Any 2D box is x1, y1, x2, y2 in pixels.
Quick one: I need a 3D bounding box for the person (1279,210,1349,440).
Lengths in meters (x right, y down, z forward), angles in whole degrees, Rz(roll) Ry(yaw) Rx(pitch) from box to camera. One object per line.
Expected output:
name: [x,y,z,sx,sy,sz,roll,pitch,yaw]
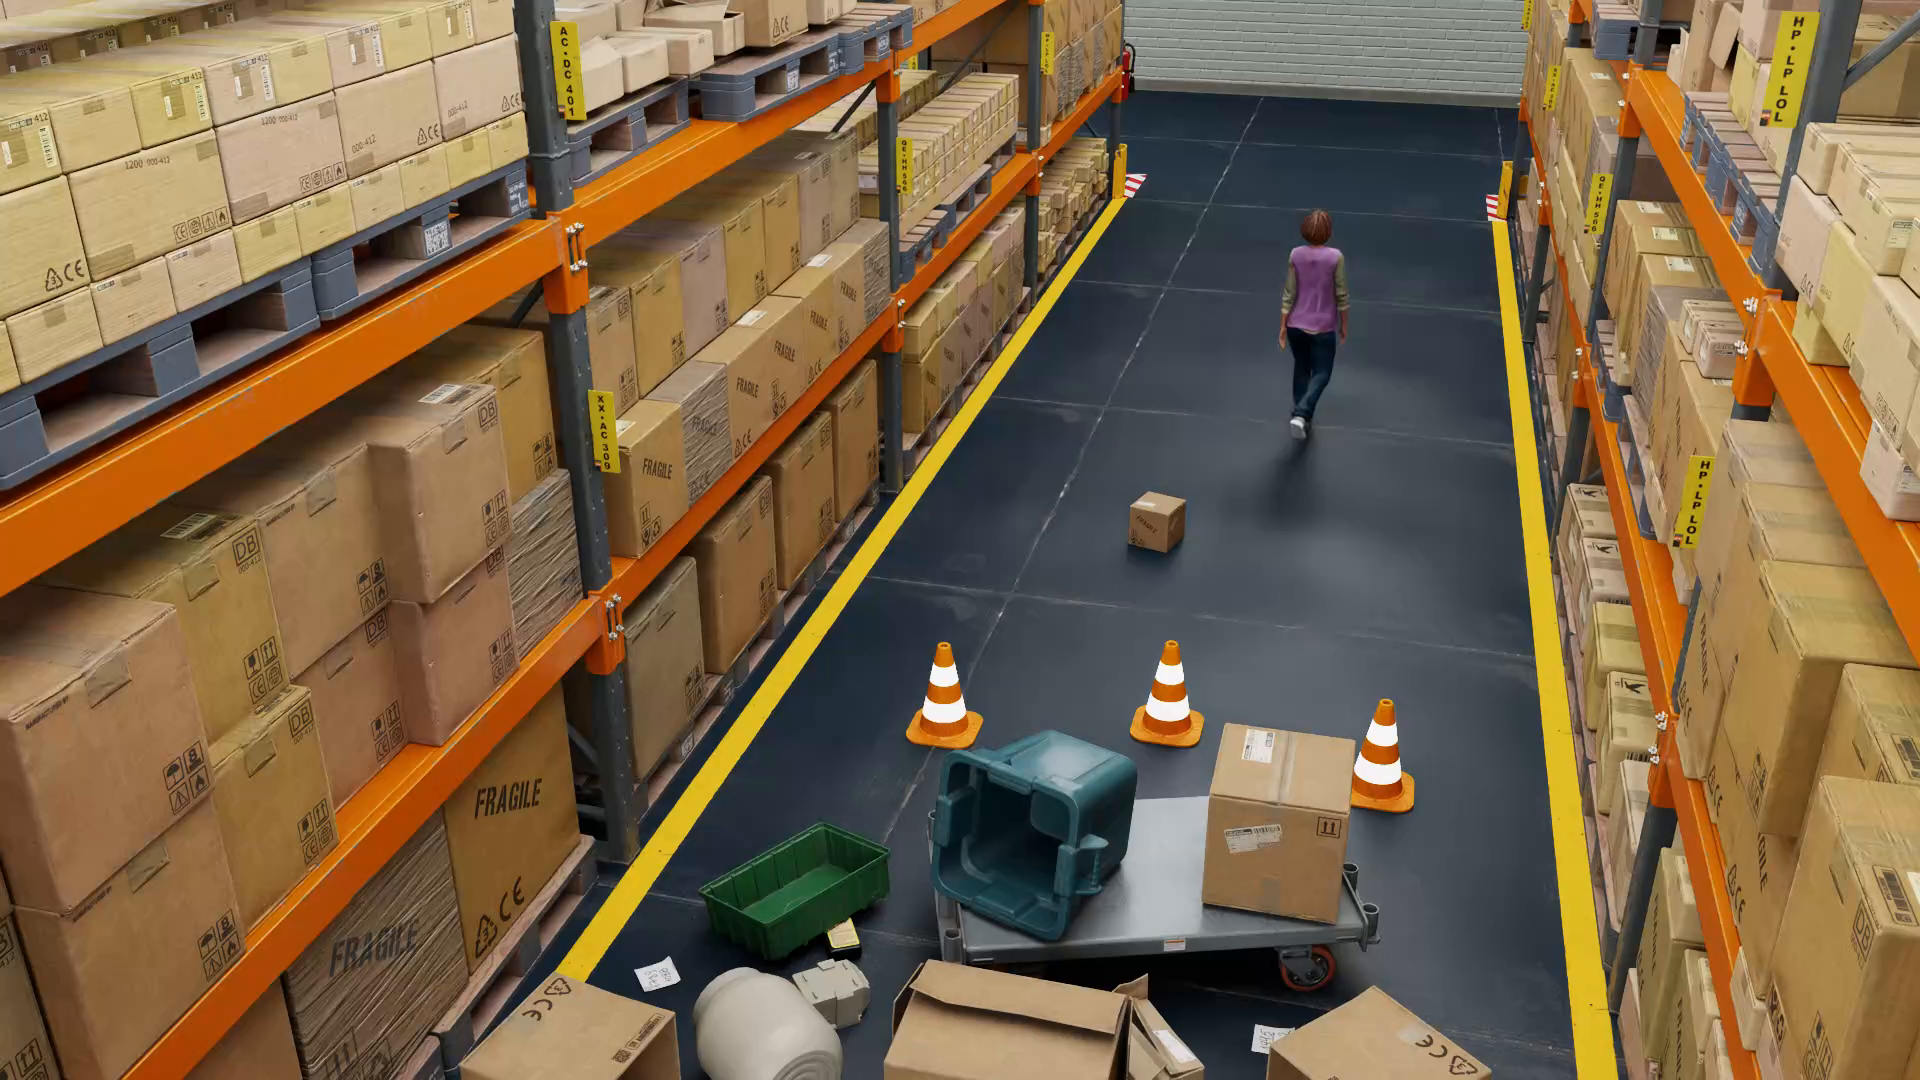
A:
person: [2.331,-1.403,11.016,0.426,1.567,0.783,12,28,24]
